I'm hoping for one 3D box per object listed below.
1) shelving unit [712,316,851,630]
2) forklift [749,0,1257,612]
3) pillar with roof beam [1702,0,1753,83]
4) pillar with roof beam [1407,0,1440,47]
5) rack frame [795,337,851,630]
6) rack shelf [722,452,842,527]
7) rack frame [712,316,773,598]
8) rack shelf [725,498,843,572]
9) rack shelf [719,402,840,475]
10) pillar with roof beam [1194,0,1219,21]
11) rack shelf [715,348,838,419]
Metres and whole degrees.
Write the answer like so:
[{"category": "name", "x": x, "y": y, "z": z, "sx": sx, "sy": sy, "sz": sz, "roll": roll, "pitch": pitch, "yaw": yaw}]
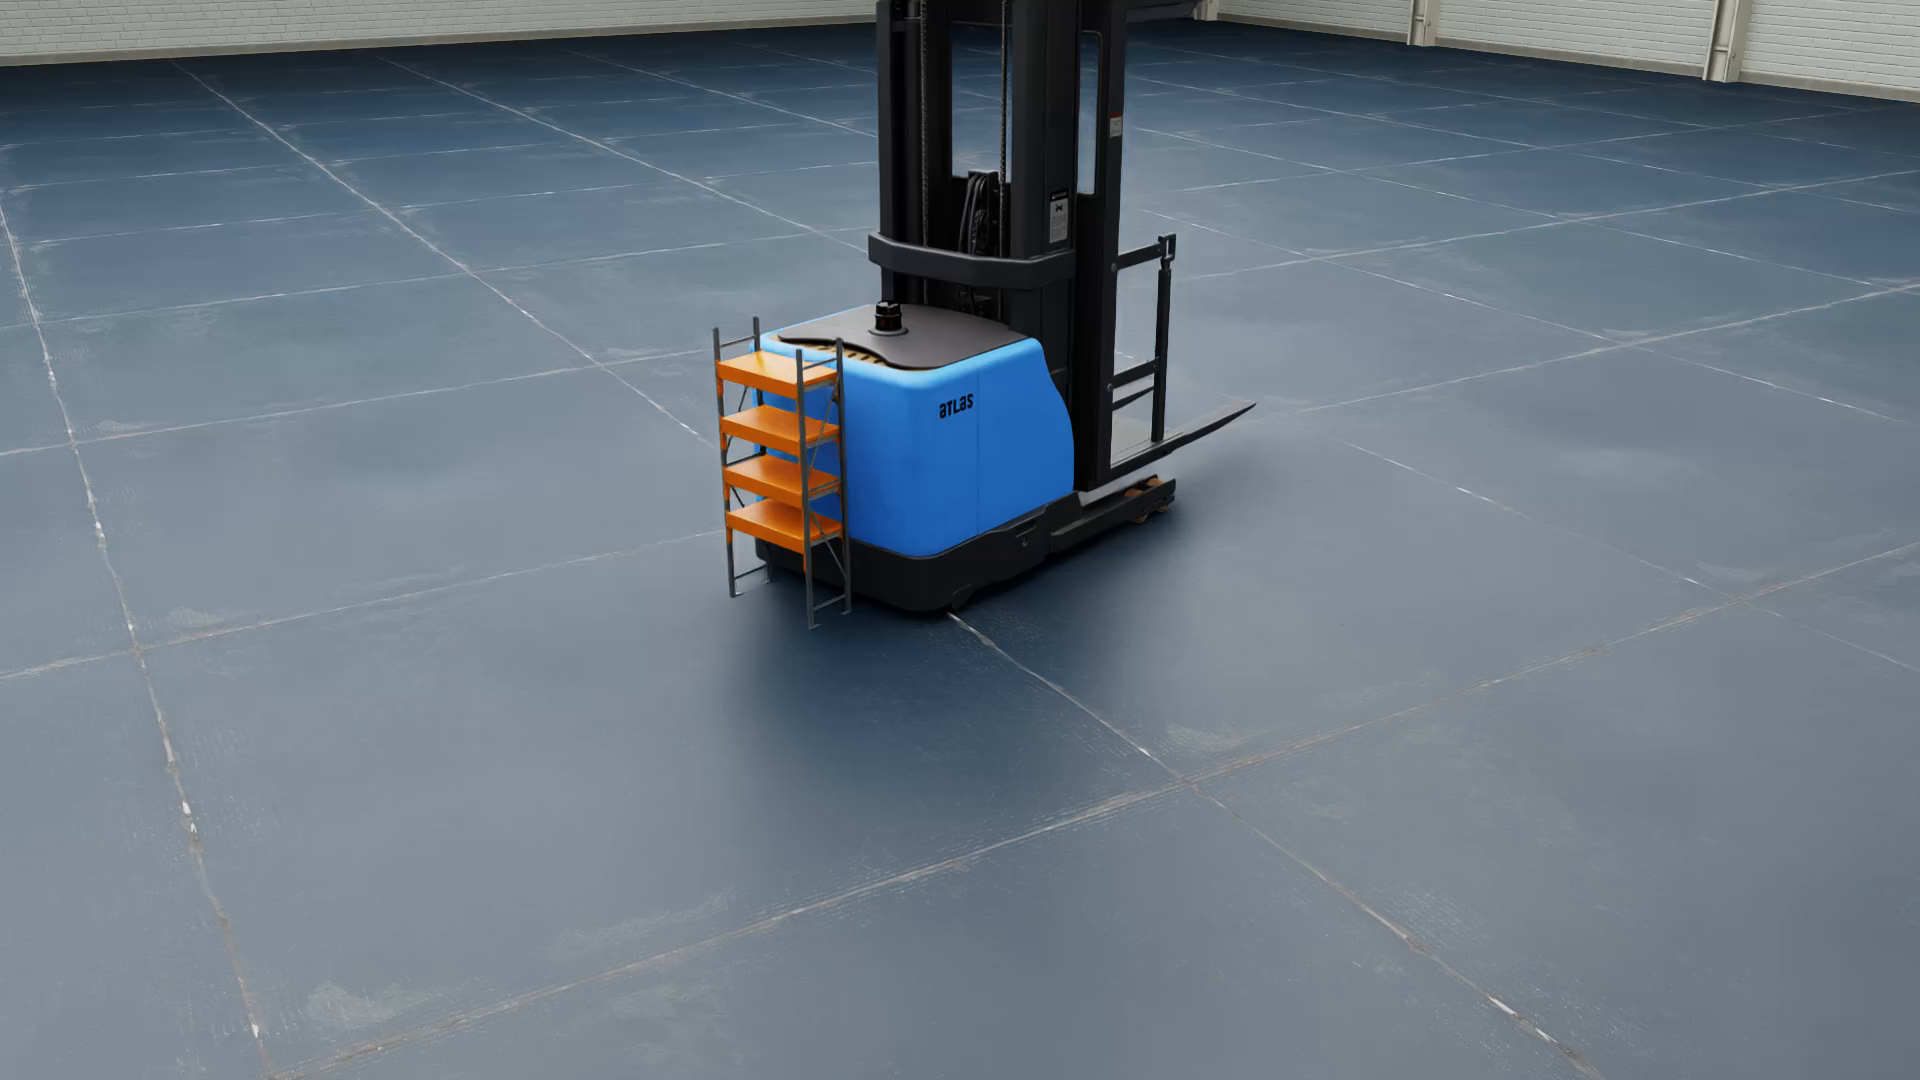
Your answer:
[{"category": "shelving unit", "x": -0.732, "y": -0.278, "z": 6.898, "sx": 0.503, "sy": 1.200, "sz": 0.258, "roll": 18, "pitch": 29, "yaw": 38}, {"category": "forklift", "x": 0.404, "y": -1.544, "z": 7.716, "sx": 1.130, "sy": 2.935, "sz": 3.031, "roll": 17, "pitch": 28, "yaw": 36}, {"category": "pillar with roof beam", "x": 7.452, "y": -10.077, "z": 20.652, "sx": 9.100, "sy": 9.000, "sz": 0.400, "roll": -13, "pitch": 25, "yaw": -28}, {"category": "pillar with roof beam", "x": 4.387, "y": -12.019, "z": 25.431, "sx": 9.100, "sy": 9.000, "sz": 0.400, "roll": -13, "pitch": 25, "yaw": -28}, {"category": "rack frame", "x": -0.549, "y": -0.217, "z": 6.749, "sx": 0.015, "sy": 1.200, "sz": 0.240, "roll": 18, "pitch": 29, "yaw": 38}, {"category": "rack shelf", "x": -0.732, "y": -0.216, "z": 6.924, "sx": 0.480, "sy": 0.148, "sz": 0.258, "roll": 18, "pitch": 29, "yaw": 38}, {"category": "rack frame", "x": -0.916, "y": -0.339, "z": 7.048, "sx": 0.015, "sy": 1.200, "sz": 0.240, "roll": 18, "pitch": 29, "yaw": 38}, {"category": "rack shelf", "x": -0.731, "y": -0.032, "z": 7.000, "sx": 0.480, "sy": 0.148, "sz": 0.258, "roll": 18, "pitch": 29, "yaw": 38}, {"category": "rack shelf", "x": -0.733, "y": -0.422, "z": 6.838, "sx": 0.480, "sy": 0.148, "sz": 0.258, "roll": 18, "pitch": 29, "yaw": 38}, {"category": "pillar with roof beam", "x": 1.322, "y": -13.961, "z": 30.209, "sx": 9.100, "sy": 9.000, "sz": 0.400, "roll": -13, "pitch": 25, "yaw": -28}, {"category": "rack shelf", "x": -0.735, "y": -0.641, "z": 6.748, "sx": 0.480, "sy": 0.148, "sz": 0.258, "roll": 18, "pitch": 29, "yaw": 38}]
